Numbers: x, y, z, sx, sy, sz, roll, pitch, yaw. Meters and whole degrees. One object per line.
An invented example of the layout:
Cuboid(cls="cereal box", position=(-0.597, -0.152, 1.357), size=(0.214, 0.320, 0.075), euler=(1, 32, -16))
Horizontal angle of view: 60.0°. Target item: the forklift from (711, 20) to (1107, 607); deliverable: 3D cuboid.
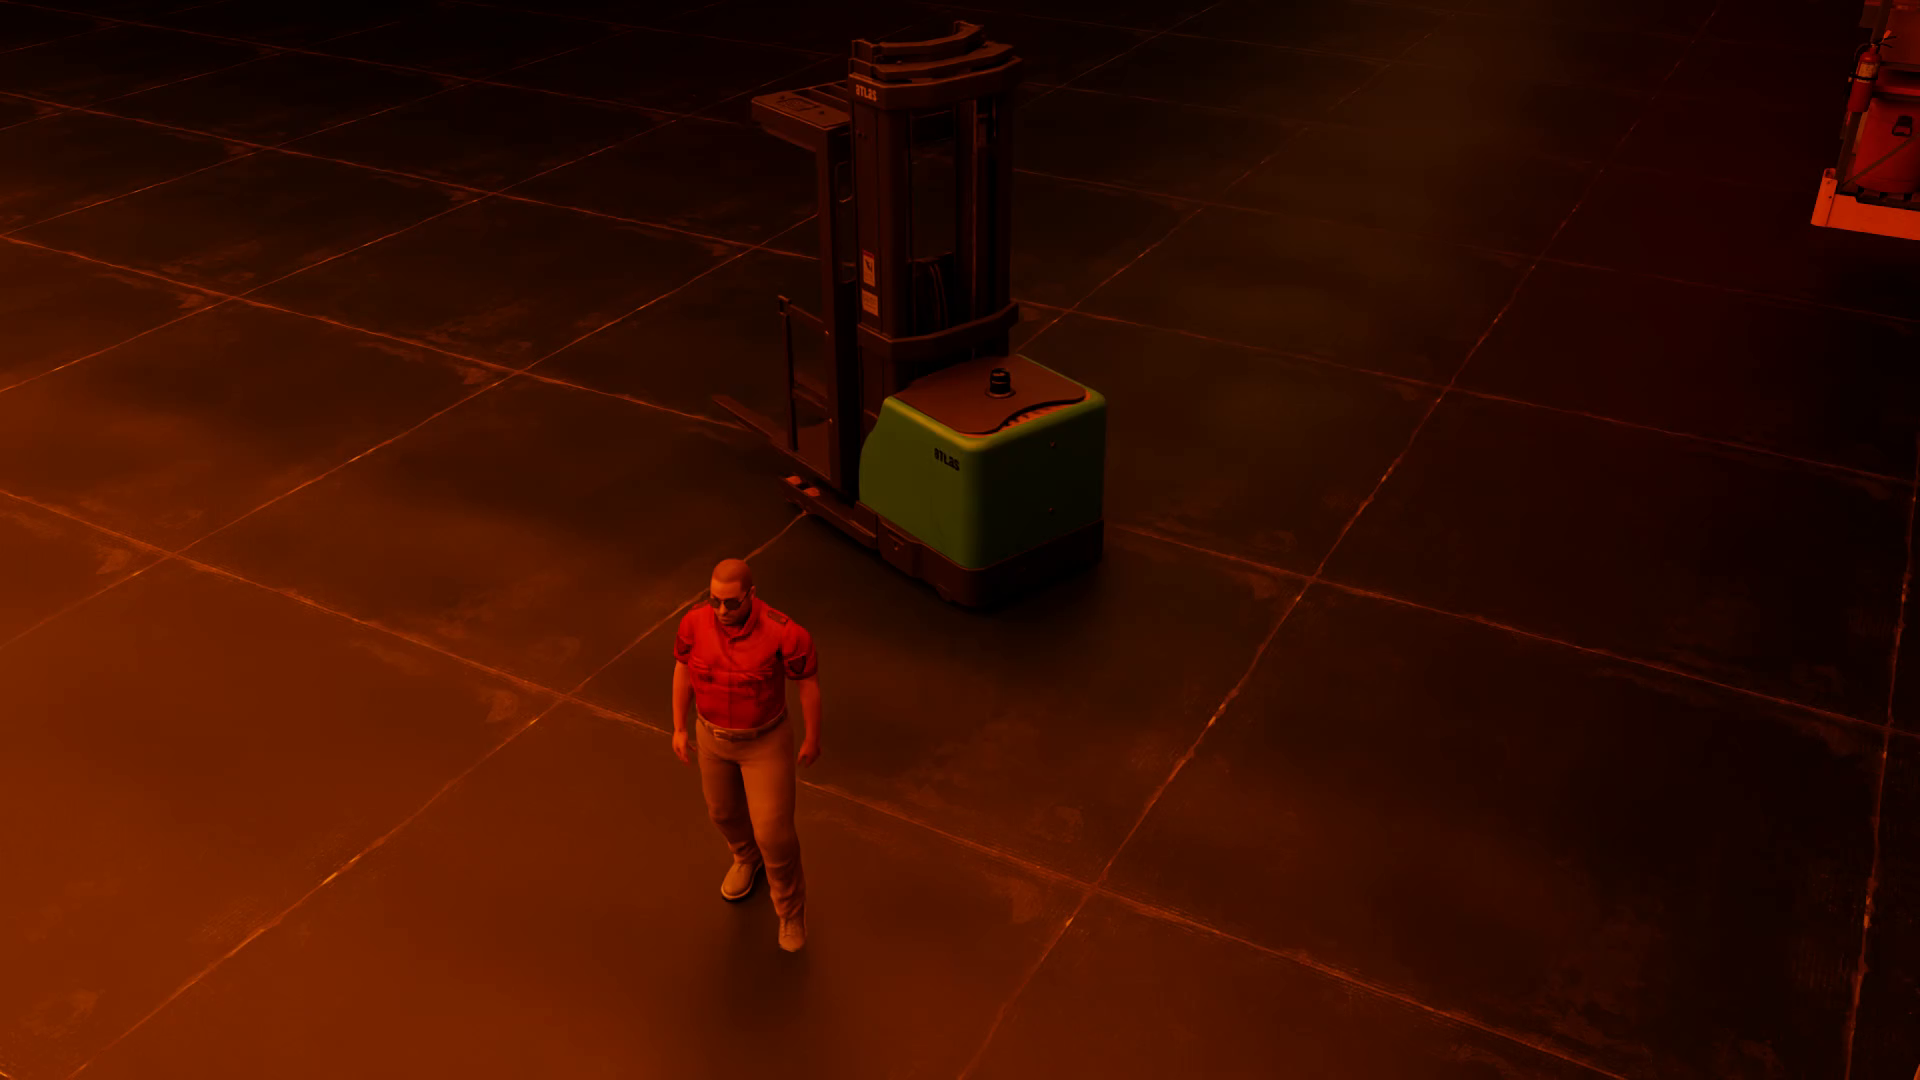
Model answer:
Cuboid(cls="forklift", position=(-0.476, -1.566, 9.783), size=(1.130, 2.935, 3.031), euler=(-22, 37, -33))

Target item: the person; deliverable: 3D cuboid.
Cuboid(cls="person", position=(-0.896, 0.863, 6.861), size=(0.641, 1.774, 0.560), euler=(9, 31, 16))
